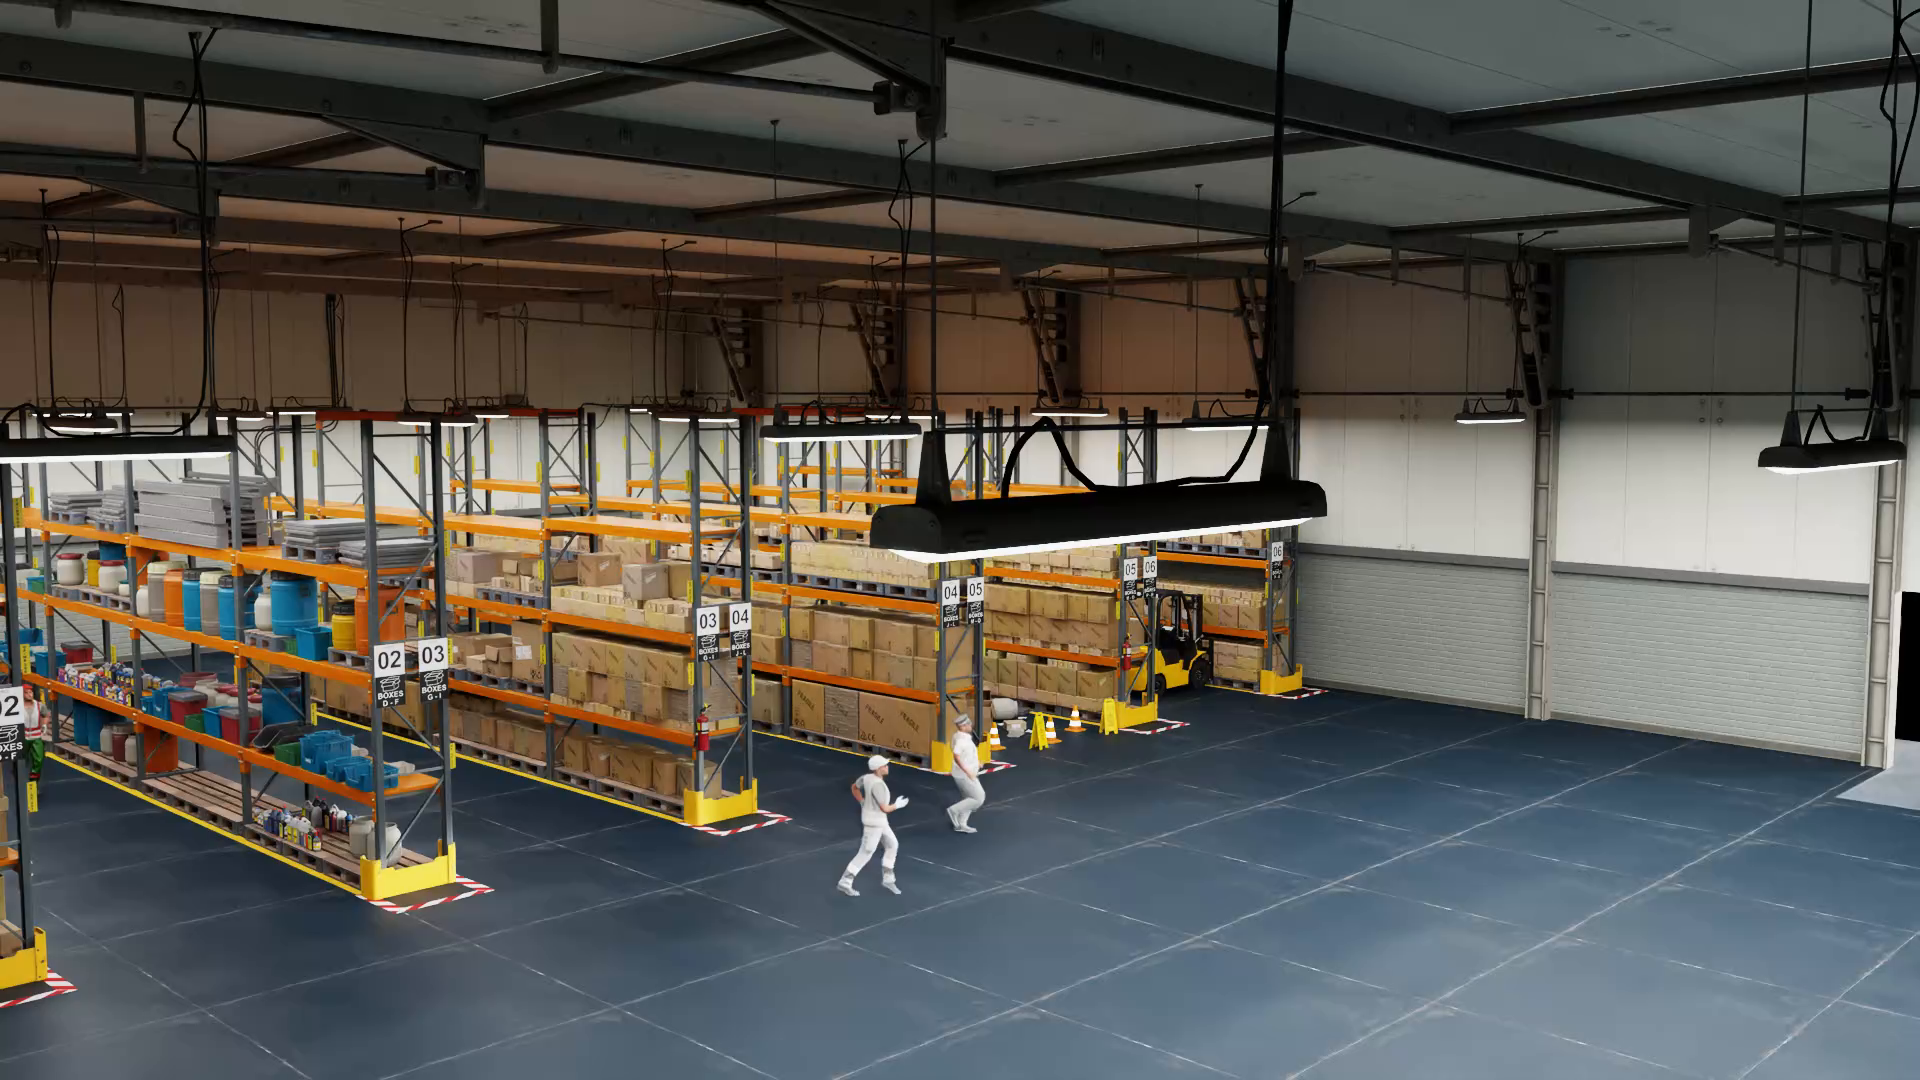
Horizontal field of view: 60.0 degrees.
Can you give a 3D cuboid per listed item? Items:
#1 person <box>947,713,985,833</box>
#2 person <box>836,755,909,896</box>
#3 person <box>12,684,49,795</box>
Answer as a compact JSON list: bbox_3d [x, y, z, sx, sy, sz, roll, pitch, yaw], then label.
[{"bbox_3d":[0.079,3.355,23.921,0.595,1.743,0.669,-1,5,-10],"label":"person"},{"bbox_3d":[-1.110,3.594,20.842,0.925,1.829,0.673,-1,5,-11],"label":"person"},{"bbox_3d":[-14.776,3.144,26.368,0.659,1.729,0.720,-4,7,-41],"label":"person"}]
